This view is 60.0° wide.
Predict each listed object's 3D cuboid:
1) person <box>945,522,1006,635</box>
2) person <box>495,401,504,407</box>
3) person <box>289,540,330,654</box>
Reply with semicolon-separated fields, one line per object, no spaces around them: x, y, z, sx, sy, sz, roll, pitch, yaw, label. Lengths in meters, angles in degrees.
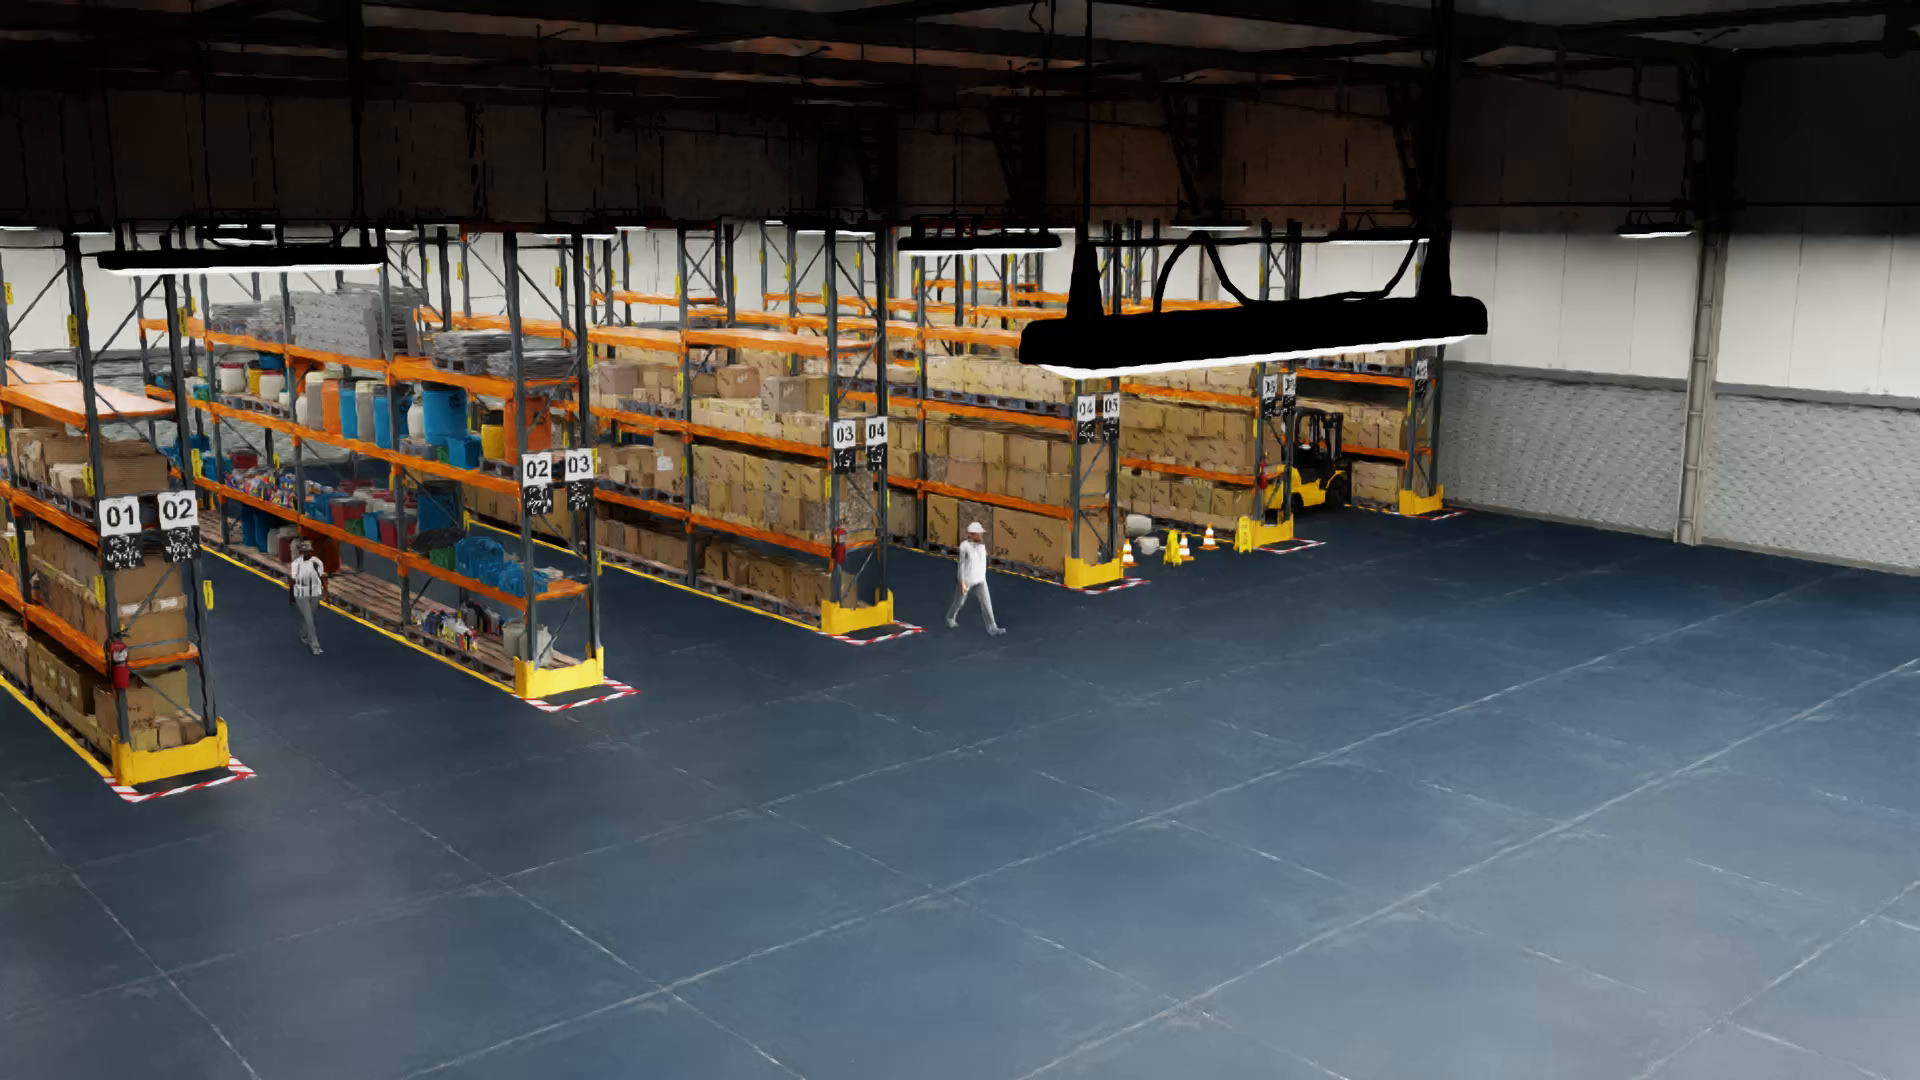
0.182;0.555;24.775;0.543;1.700;1.115;-9;15;-38;person
-11.056;-2.474;39.828;0.718;1.714;0.578;-11;16;-42;person
-9.332;0.777;23.873;0.461;1.626;0.999;-10;15;-41;person
